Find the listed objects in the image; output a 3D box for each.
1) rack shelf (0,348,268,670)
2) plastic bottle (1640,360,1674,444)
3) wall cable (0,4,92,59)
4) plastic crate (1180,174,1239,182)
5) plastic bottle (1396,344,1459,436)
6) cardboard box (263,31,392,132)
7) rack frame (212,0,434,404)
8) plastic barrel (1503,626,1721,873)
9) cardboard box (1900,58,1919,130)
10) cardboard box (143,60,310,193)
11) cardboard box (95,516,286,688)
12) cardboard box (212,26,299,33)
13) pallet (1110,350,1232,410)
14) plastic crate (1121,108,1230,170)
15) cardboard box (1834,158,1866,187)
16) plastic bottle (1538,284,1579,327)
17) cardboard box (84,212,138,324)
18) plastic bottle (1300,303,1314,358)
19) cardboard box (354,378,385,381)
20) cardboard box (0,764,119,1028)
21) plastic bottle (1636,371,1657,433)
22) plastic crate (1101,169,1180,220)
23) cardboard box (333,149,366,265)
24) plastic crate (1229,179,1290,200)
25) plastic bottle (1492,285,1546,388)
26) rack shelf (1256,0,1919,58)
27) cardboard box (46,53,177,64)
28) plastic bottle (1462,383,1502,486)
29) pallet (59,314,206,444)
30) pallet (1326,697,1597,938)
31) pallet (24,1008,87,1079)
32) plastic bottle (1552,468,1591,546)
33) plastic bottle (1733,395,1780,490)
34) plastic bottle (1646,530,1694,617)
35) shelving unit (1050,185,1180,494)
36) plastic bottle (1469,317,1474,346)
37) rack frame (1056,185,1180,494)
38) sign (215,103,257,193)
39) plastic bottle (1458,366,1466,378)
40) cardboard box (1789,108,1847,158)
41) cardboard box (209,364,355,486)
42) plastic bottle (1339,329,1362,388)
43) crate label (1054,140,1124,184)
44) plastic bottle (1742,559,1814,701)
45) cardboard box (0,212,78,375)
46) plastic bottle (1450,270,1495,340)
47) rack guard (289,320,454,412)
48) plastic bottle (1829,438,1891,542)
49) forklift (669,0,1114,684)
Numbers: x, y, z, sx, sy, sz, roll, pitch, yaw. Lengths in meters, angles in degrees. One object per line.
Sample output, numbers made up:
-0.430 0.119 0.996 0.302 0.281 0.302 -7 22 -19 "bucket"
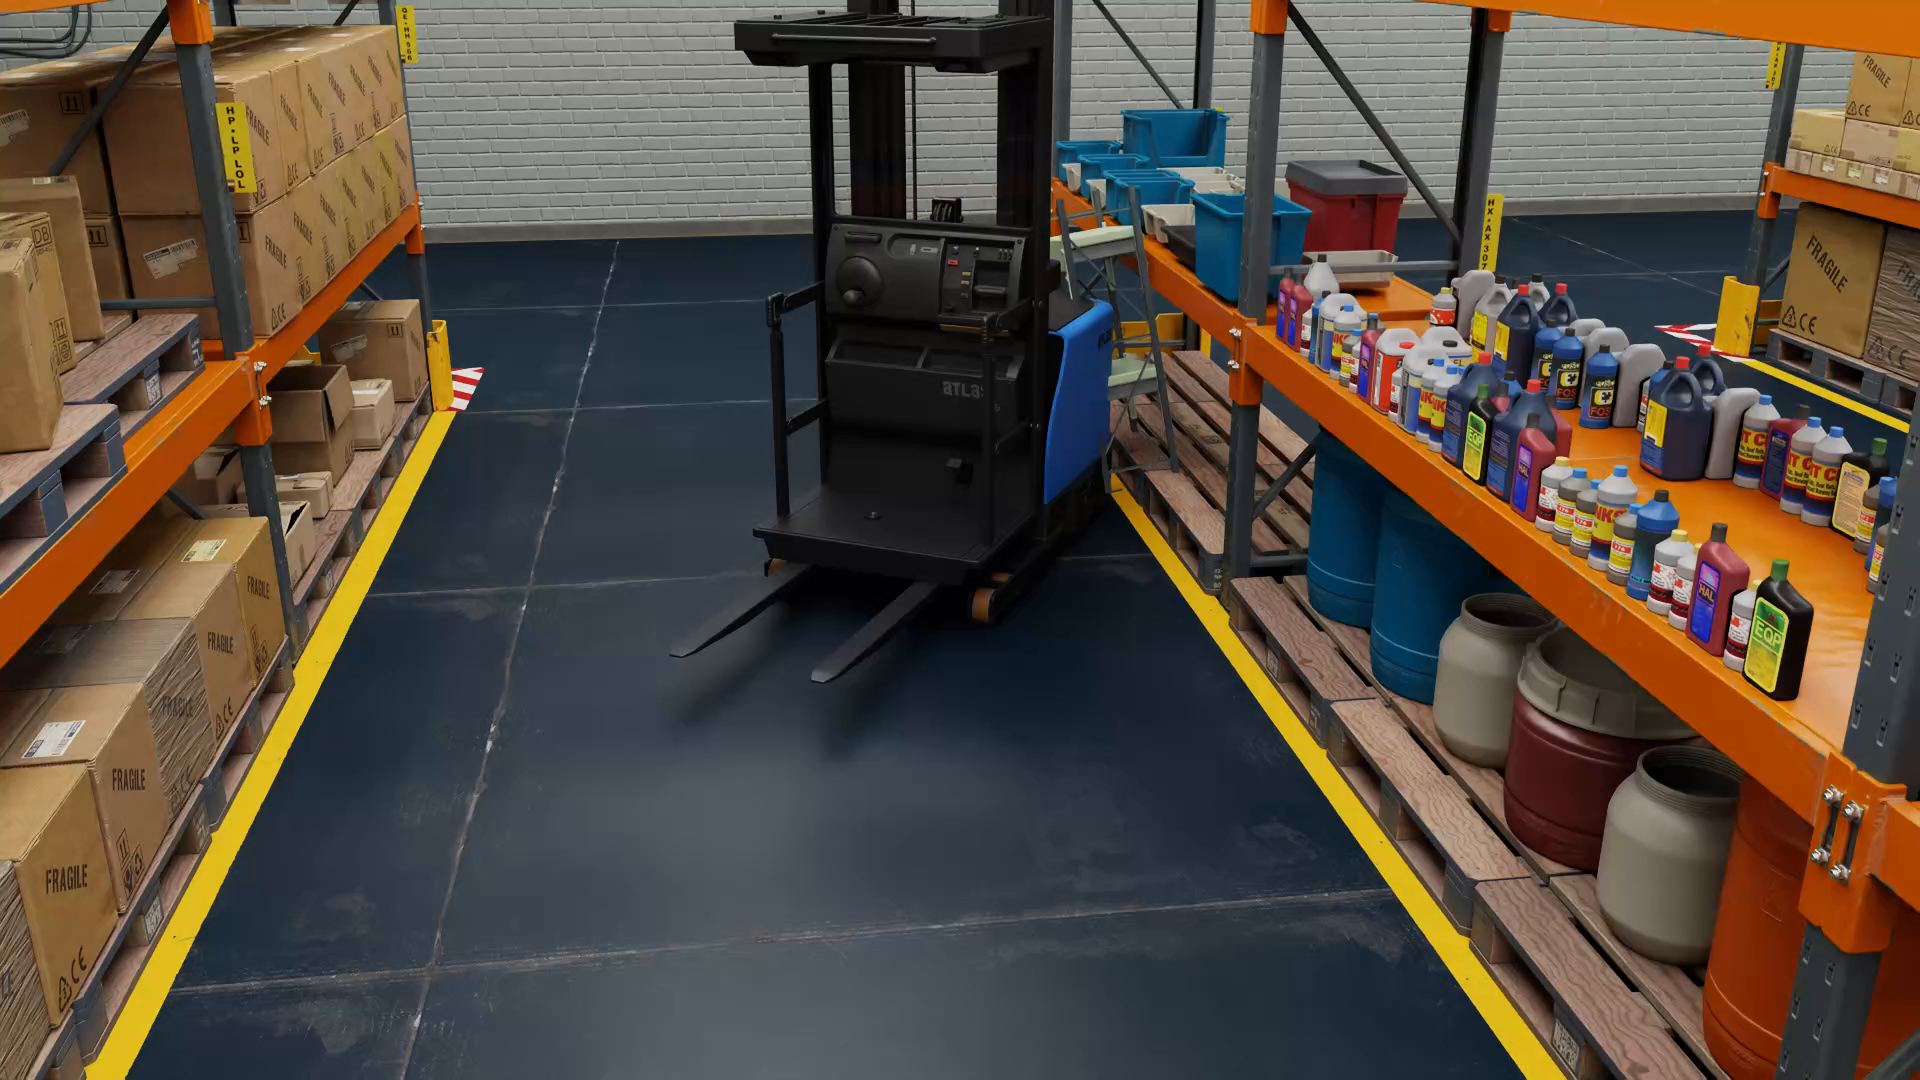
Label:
-2.943 0.148 4.560 1.077 0.370 4.000 -3 21 -8 "rack shelf"
2.229 -0.433 5.273 0.097 0.271 0.097 0 20 0 "plastic bottle"
-9.171 -5.347 14.109 3.097 2.526 0.112 -3 21 -8 "wall cable"
1.419 -2.045 9.696 0.396 0.136 0.243 -3 21 -8 "plastic crate"
1.528 -0.491 5.422 0.152 0.276 0.135 -3 21 -8 "plastic bottle"
-3.398 -2.466 8.961 0.500 0.500 0.500 -2 21 -6 "cardboard box"
-3.808 -2.266 9.997 1.000 3.000 0.127 -3 21 -8 "rack frame"
1.998 0.629 5.093 0.600 0.588 0.708 -3 21 -8 "plastic barrel"
5.951 -2.653 9.750 0.500 0.500 0.500 -3 21 -9 "cardboard box"
-3.095 -1.752 7.049 0.500 0.500 0.500 -4 21 -9 "cardboard box"
-2.876 0.240 6.230 0.500 0.500 0.500 -3 21 -8 "cardboard box"
-4.005 -2.615 9.357 0.500 0.500 0.500 -2 21 -6 "cardboard box"
1.175 -0.921 10.380 1.003 0.211 1.213 -3 21 -8 "pallet"
1.328 -2.453 10.360 0.616 0.435 0.499 -3 21 -8 "plastic crate"
5.796 -2.330 10.526 0.380 0.149 0.250 -3 21 -9 "cardboard box"
2.154 -0.741 5.983 0.144 0.351 0.185 -3 21 -8 "plastic bottle"
-3.557 -1.088 6.700 0.500 0.500 0.500 -3 21 -7 "cardboard box"
1.356 -0.803 6.363 0.097 0.201 0.097 0 20 0 "plastic bottle"
-3.516 -0.824 9.557 0.380 0.166 0.250 -3 21 -8 "cardboard box"
-2.586 0.942 4.352 0.500 0.500 0.500 -3 21 -8 "cardboard box"
2.270 -0.450 5.417 0.097 0.201 0.097 0 20 0 "plastic bottle"
0.994 -1.906 9.187 0.416 0.233 0.300 -3 21 -8 "plastic crate"
-3.256 -1.645 8.190 0.500 0.500 0.500 -3 21 -9 "cardboard box"
1.633 -1.640 8.405 0.437 0.282 0.530 -3 21 -8 "plastic crate"
2.011 -0.734 5.964 0.144 0.351 0.185 -3 21 -8 "plastic bottle"
1.959 -1.506 4.701 1.077 0.370 4.000 -3 21 -8 "rack shelf"
-3.709 -1.910 7.472 0.500 0.500 0.500 -3 21 -7 "cardboard box"
1.557 -0.315 4.938 0.061 0.283 0.133 -3 21 -8 "plastic bottle"
-3.224 -0.509 5.567 1.003 0.211 1.213 -3 21 -8 "pallet"
1.920 0.869 5.588 1.003 0.211 1.213 -3 21 -8 "pallet"
-2.725 1.550 3.766 1.003 0.211 1.213 -3 21 -8 "pallet"
1.651 -0.093 4.463 0.097 0.201 0.097 0 20 0 "plastic bottle"
2.349 -0.292 4.895 0.097 0.271 0.097 0 20 0 "plastic bottle"
1.721 0.075 4.012 0.097 0.201 0.097 0 20 0 "plastic bottle"
0.746 -1.063 8.742 0.431 1.500 0.755 -12 12 -7 "shelving unit"
1.980 -0.777 6.294 0.097 0.201 0.097 0 20 0 "plastic bottle"
0.804 -1.000 8.386 0.400 1.500 0.023 -12 12 -7 "rack frame"
-2.682 -1.453 6.164 0.100 0.325 0.005 -3 21 -8 "sign"
1.649 -0.469 5.469 0.097 0.201 0.097 0 20 0 "plastic bottle"
5.798 -2.654 10.824 0.500 0.250 0.500 -3 21 -9 "cardboard box"
-3.507 -0.568 8.389 0.797 0.503 0.637 -3 21 -8 "cardboard box"
1.417 -0.655 5.968 0.097 0.201 0.097 0 20 0 "plastic bottle"
0.804 -2.362 10.408 0.416 0.233 0.303 -3 21 -8 "crate label"
1.767 0.191 3.584 0.061 0.283 0.133 -3 21 -8 "plastic bottle"
-3.222 -0.715 5.099 0.700 0.500 0.500 0 20 1 "cardboard box"
2.048 -0.952 6.654 0.152 0.276 0.135 -3 21 -8 "plastic bottle"
-3.797 -1.069 10.364 1.175 0.500 0.348 -3 21 -8 "rack guard"
2.431 -0.145 4.484 0.061 0.283 0.133 -3 21 -8 "plastic bottle"
-0.239 -1.169 7.158 1.130 2.935 3.031 8 22 21 "forklift"
